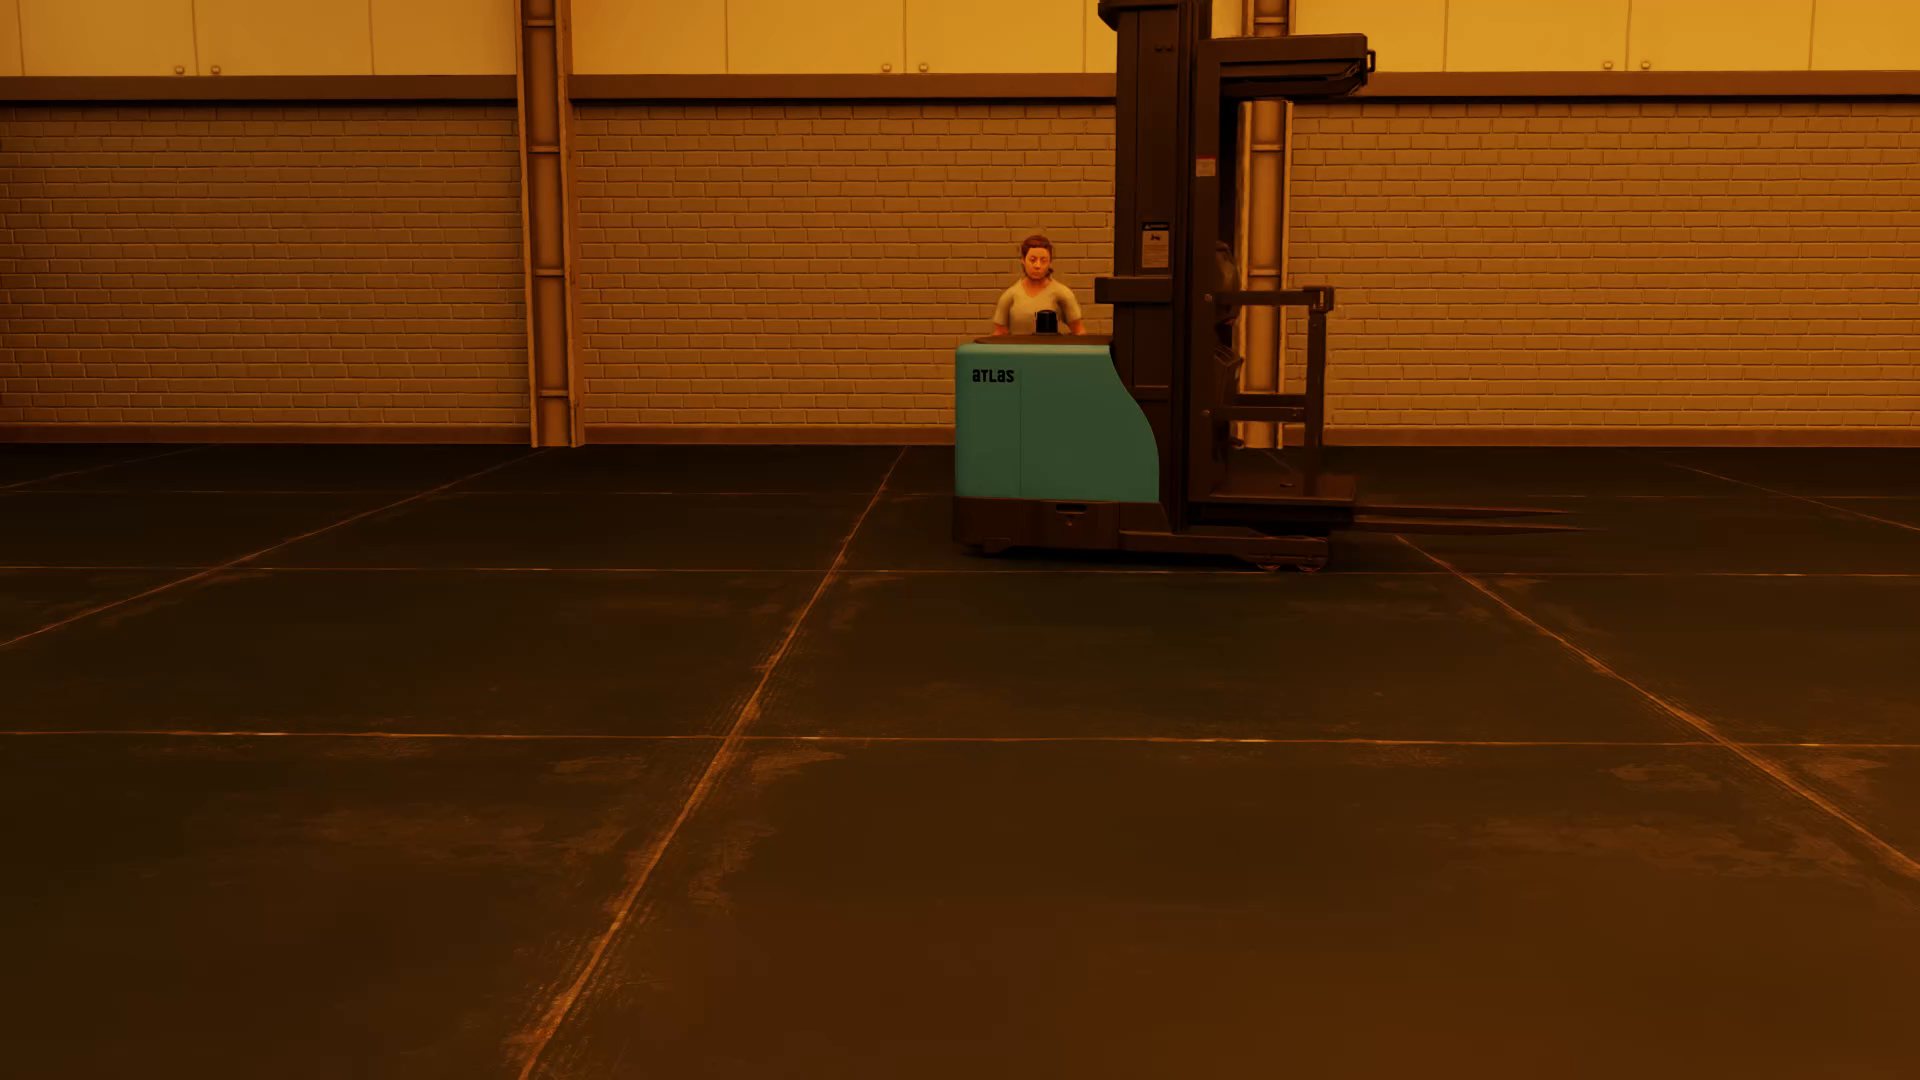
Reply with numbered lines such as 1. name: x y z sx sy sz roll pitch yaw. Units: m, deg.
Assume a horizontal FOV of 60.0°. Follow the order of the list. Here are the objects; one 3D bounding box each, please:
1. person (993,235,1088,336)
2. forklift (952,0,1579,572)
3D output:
1. person: 0.487 -0.940 9.695 0.700 1.652 0.315 2 9 12
2. forklift: 1.534 -1.382 8.344 3.031 2.935 1.130 2 9 14
